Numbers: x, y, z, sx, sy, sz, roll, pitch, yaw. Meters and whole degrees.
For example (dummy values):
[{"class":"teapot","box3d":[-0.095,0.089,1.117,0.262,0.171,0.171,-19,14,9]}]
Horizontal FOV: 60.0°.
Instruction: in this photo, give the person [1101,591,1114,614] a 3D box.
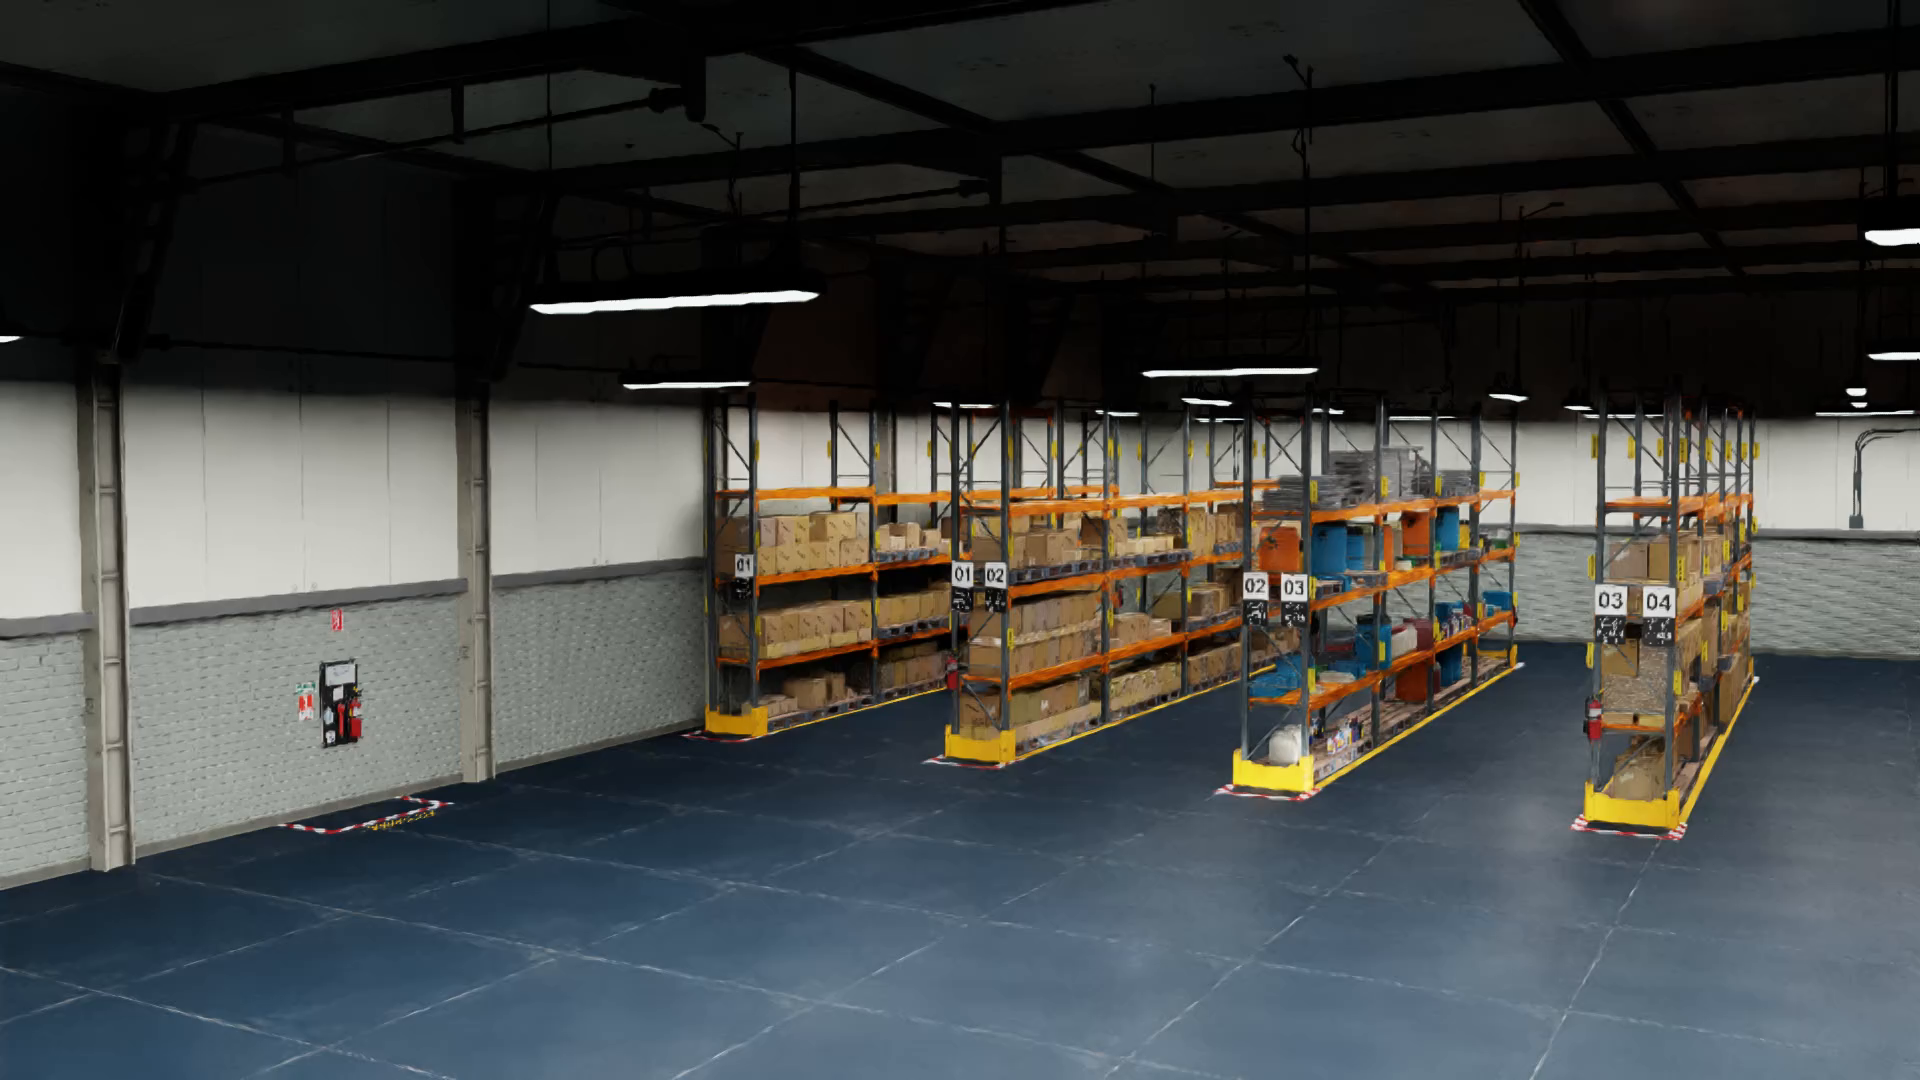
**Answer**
[{"class":"person","box3d":[3.482,2.030,39.544,0.435,1.671,0.500,0,3,2]}]

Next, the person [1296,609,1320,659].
[{"class":"person","box3d":[7.949,2.129,37.845,0.677,1.674,0.534,2,3,27]}]
